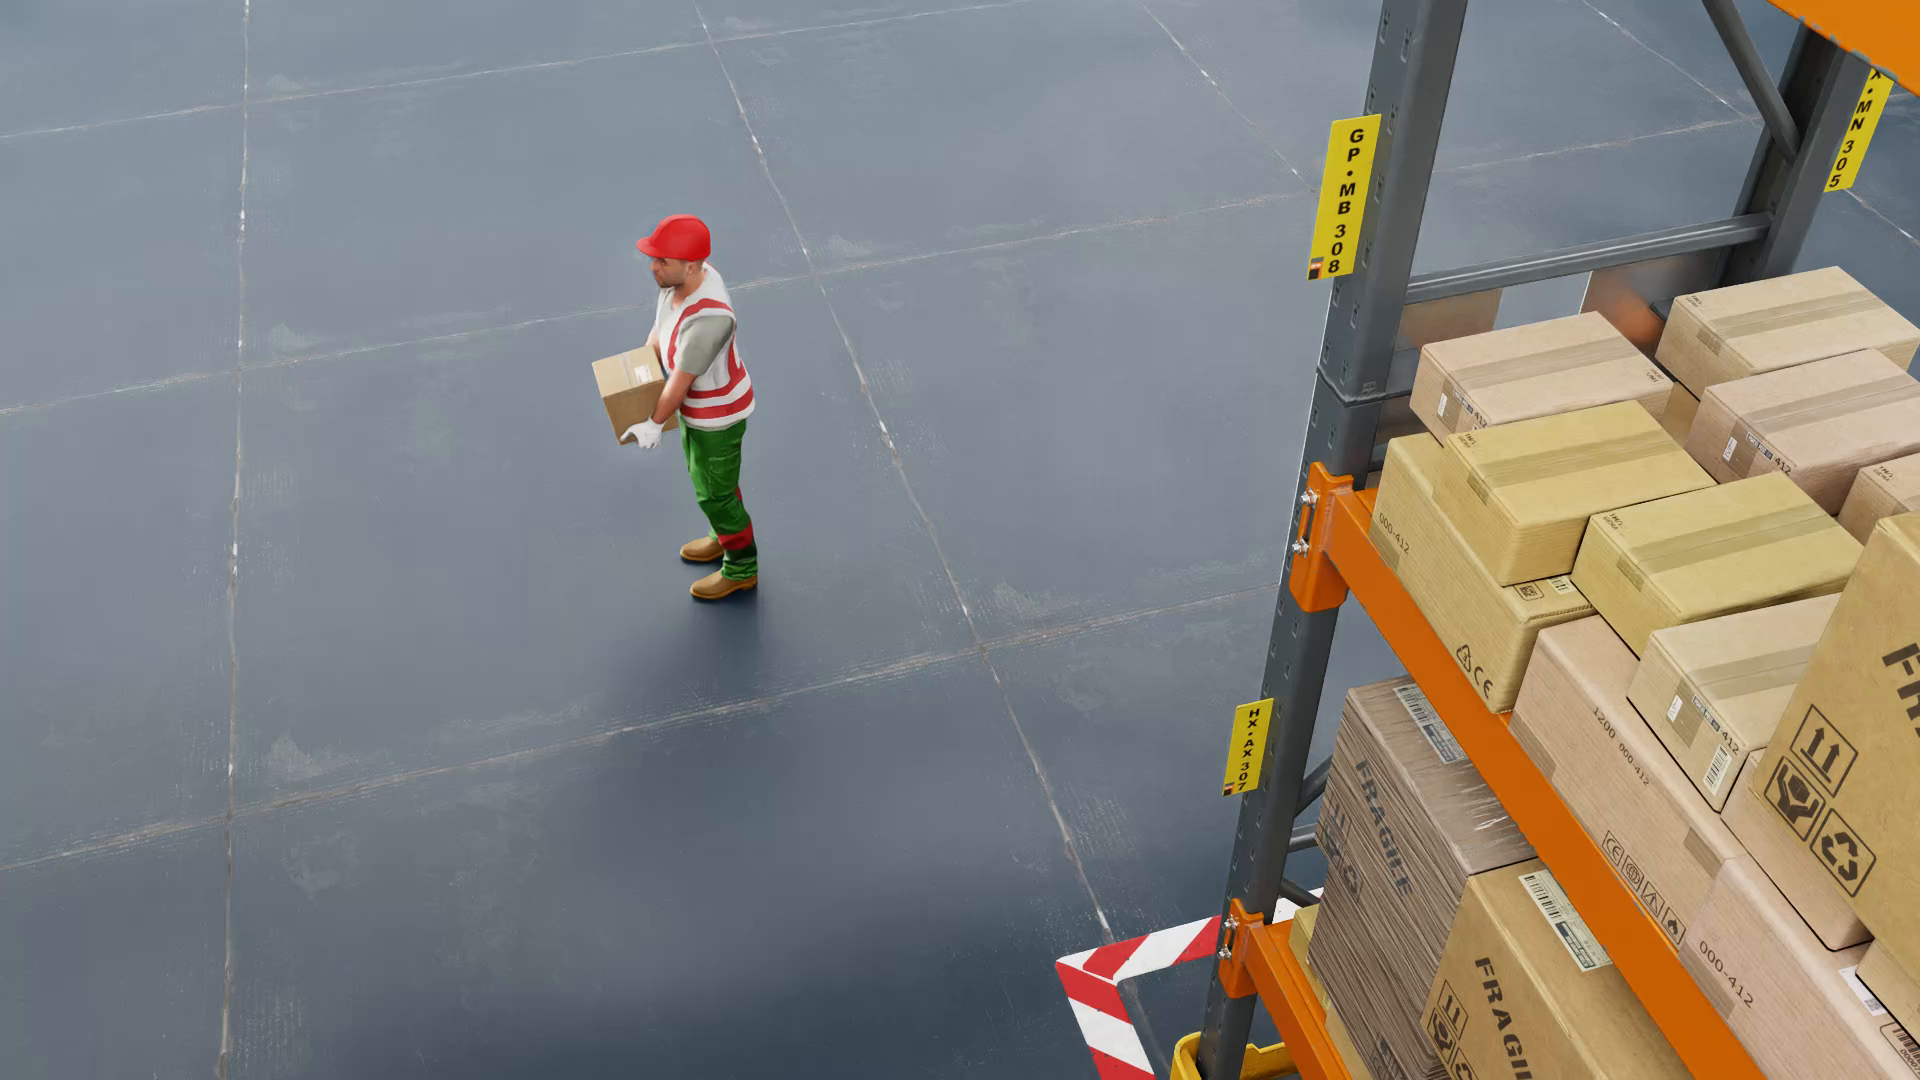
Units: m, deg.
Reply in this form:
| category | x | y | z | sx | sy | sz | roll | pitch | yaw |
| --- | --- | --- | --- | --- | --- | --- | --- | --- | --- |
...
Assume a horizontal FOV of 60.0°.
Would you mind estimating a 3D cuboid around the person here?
| category | x | y | z | sx | sy | sz | roll | pitch | yaw |
| --- | --- | --- | --- | --- | --- | --- | --- | --- | --- |
| person | -1.111 | -0.515 | 6.718 | 0.559 | 1.784 | 0.495 | -12 | 43 | -14 |
